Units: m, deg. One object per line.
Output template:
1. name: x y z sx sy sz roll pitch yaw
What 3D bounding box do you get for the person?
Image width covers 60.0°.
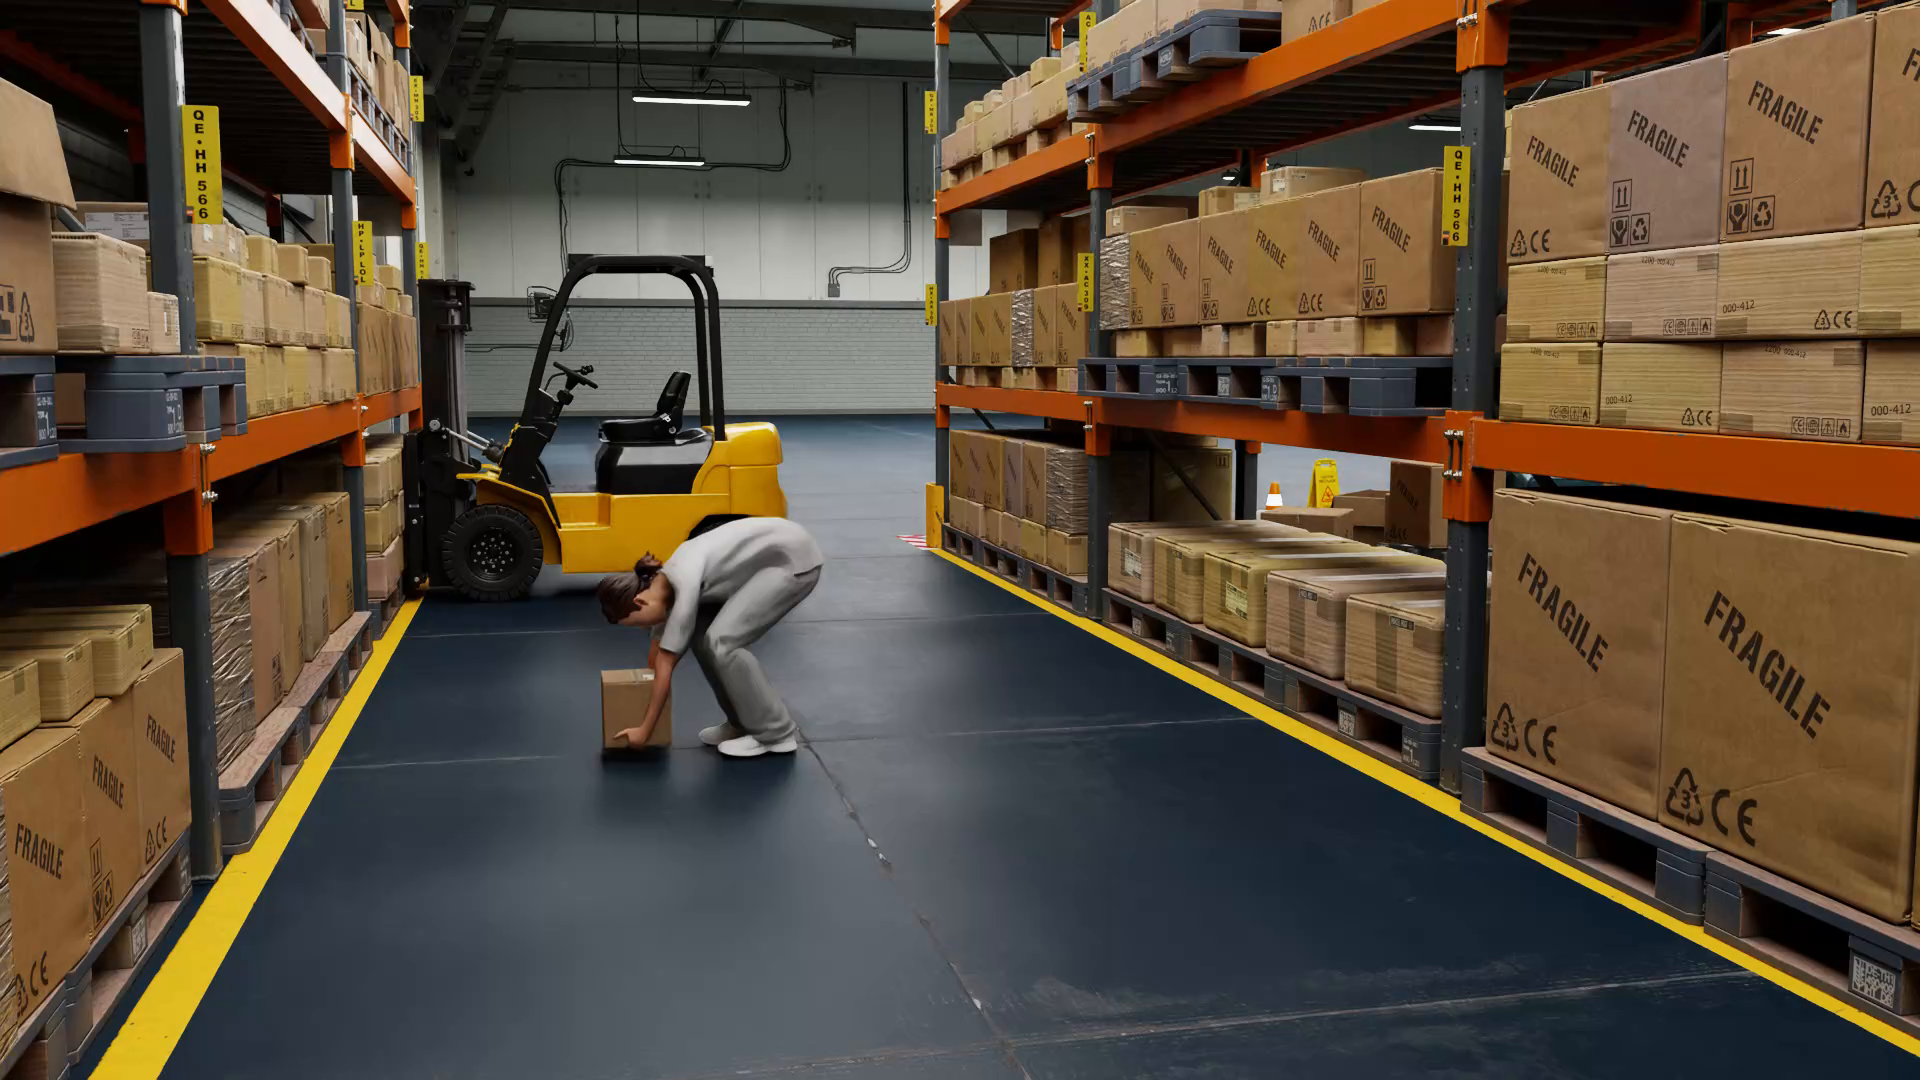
1. person: -0.945 0.369 6.361 0.848 0.893 0.464 -2 6 -16
